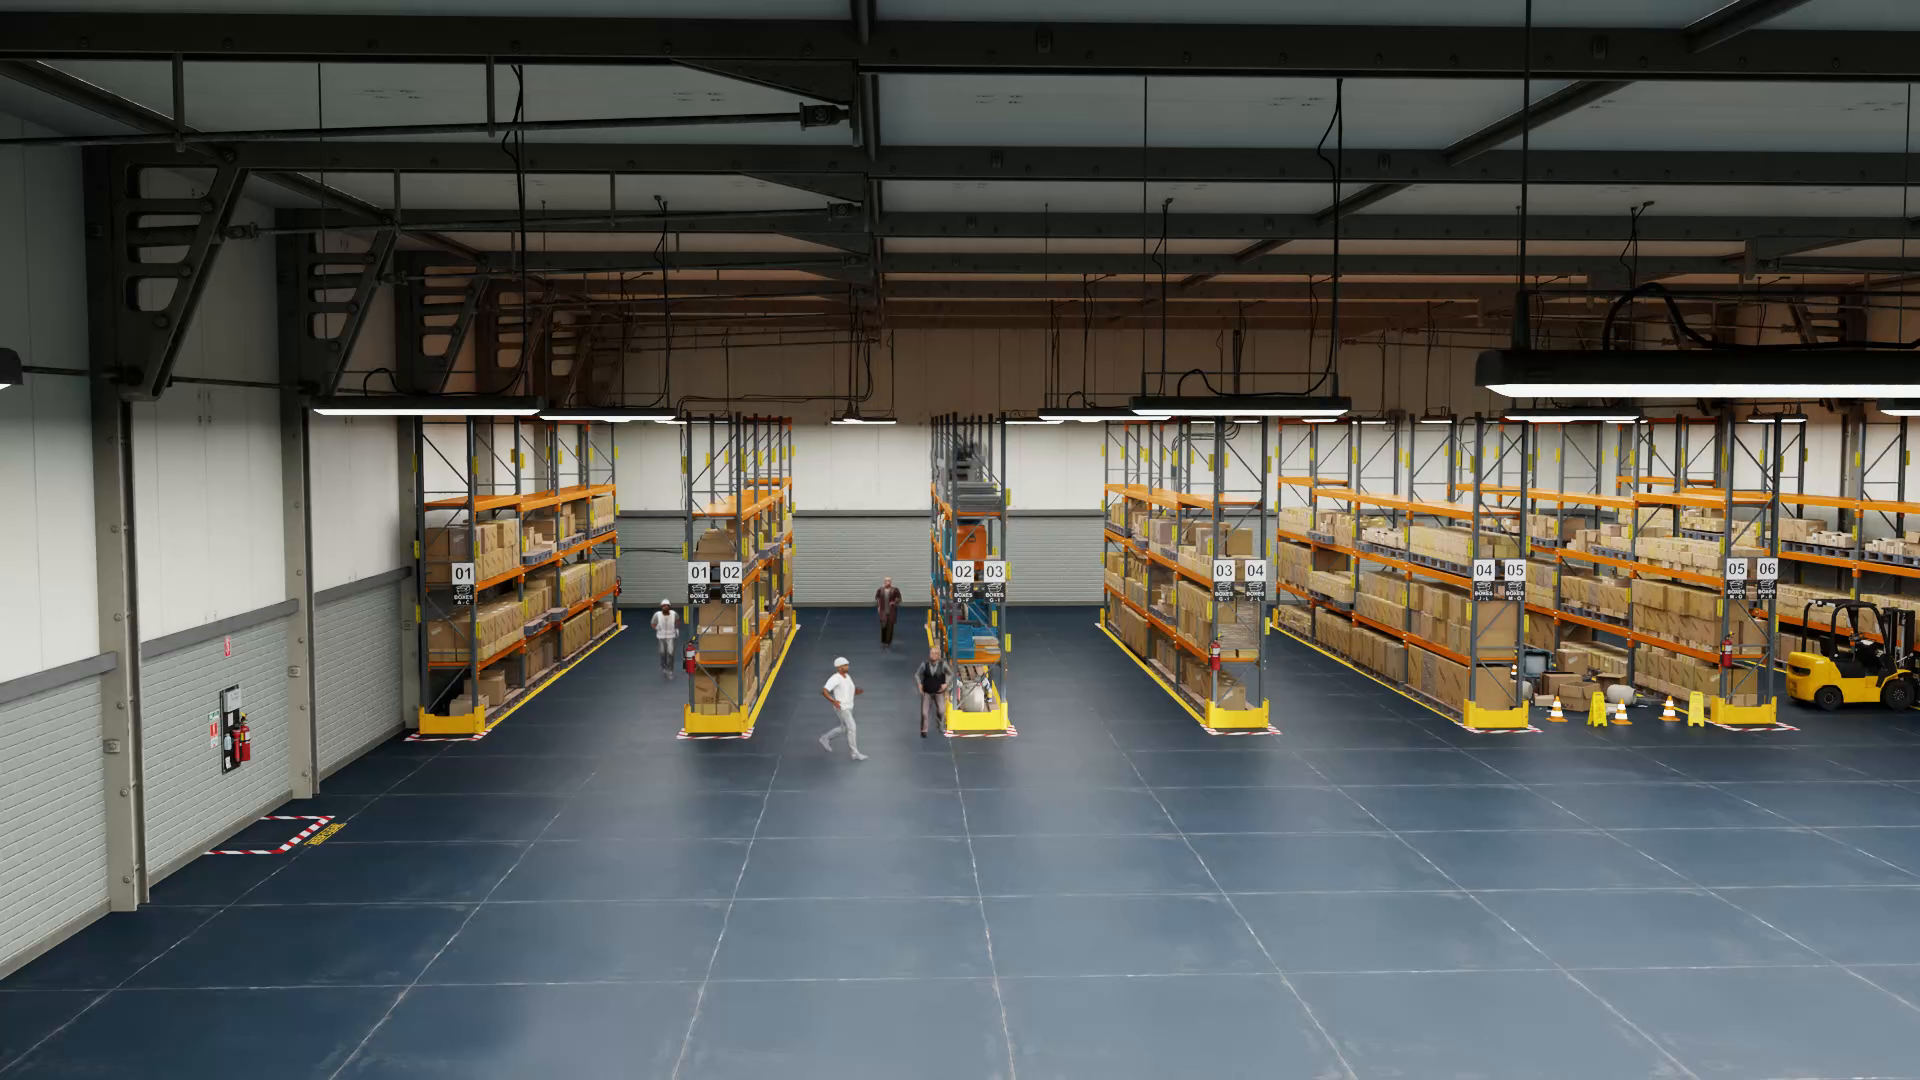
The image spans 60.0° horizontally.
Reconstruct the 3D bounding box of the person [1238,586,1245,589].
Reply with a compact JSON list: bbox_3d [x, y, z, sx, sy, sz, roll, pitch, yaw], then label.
[{"bbox_3d":[7.979,1.688,47.971,0.530,1.627,0.712,1,4,16],"label":"person"}]

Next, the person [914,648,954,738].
[{"bbox_3d":[-0.470,2.836,30.630,0.746,1.680,0.543,0,4,-4],"label":"person"}]

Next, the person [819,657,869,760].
[{"bbox_3d":[-2.017,2.887,28.606,0.958,1.747,0.711,1,4,17],"label":"person"}]

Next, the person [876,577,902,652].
[{"bbox_3d":[-1.754,1.816,40.556,0.677,1.833,0.729,0,4,4],"label":"person"}]

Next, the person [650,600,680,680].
[{"bbox_3d":[-6.705,2.269,37.830,0.658,1.840,0.790,-1,4,-8],"label":"person"}]
